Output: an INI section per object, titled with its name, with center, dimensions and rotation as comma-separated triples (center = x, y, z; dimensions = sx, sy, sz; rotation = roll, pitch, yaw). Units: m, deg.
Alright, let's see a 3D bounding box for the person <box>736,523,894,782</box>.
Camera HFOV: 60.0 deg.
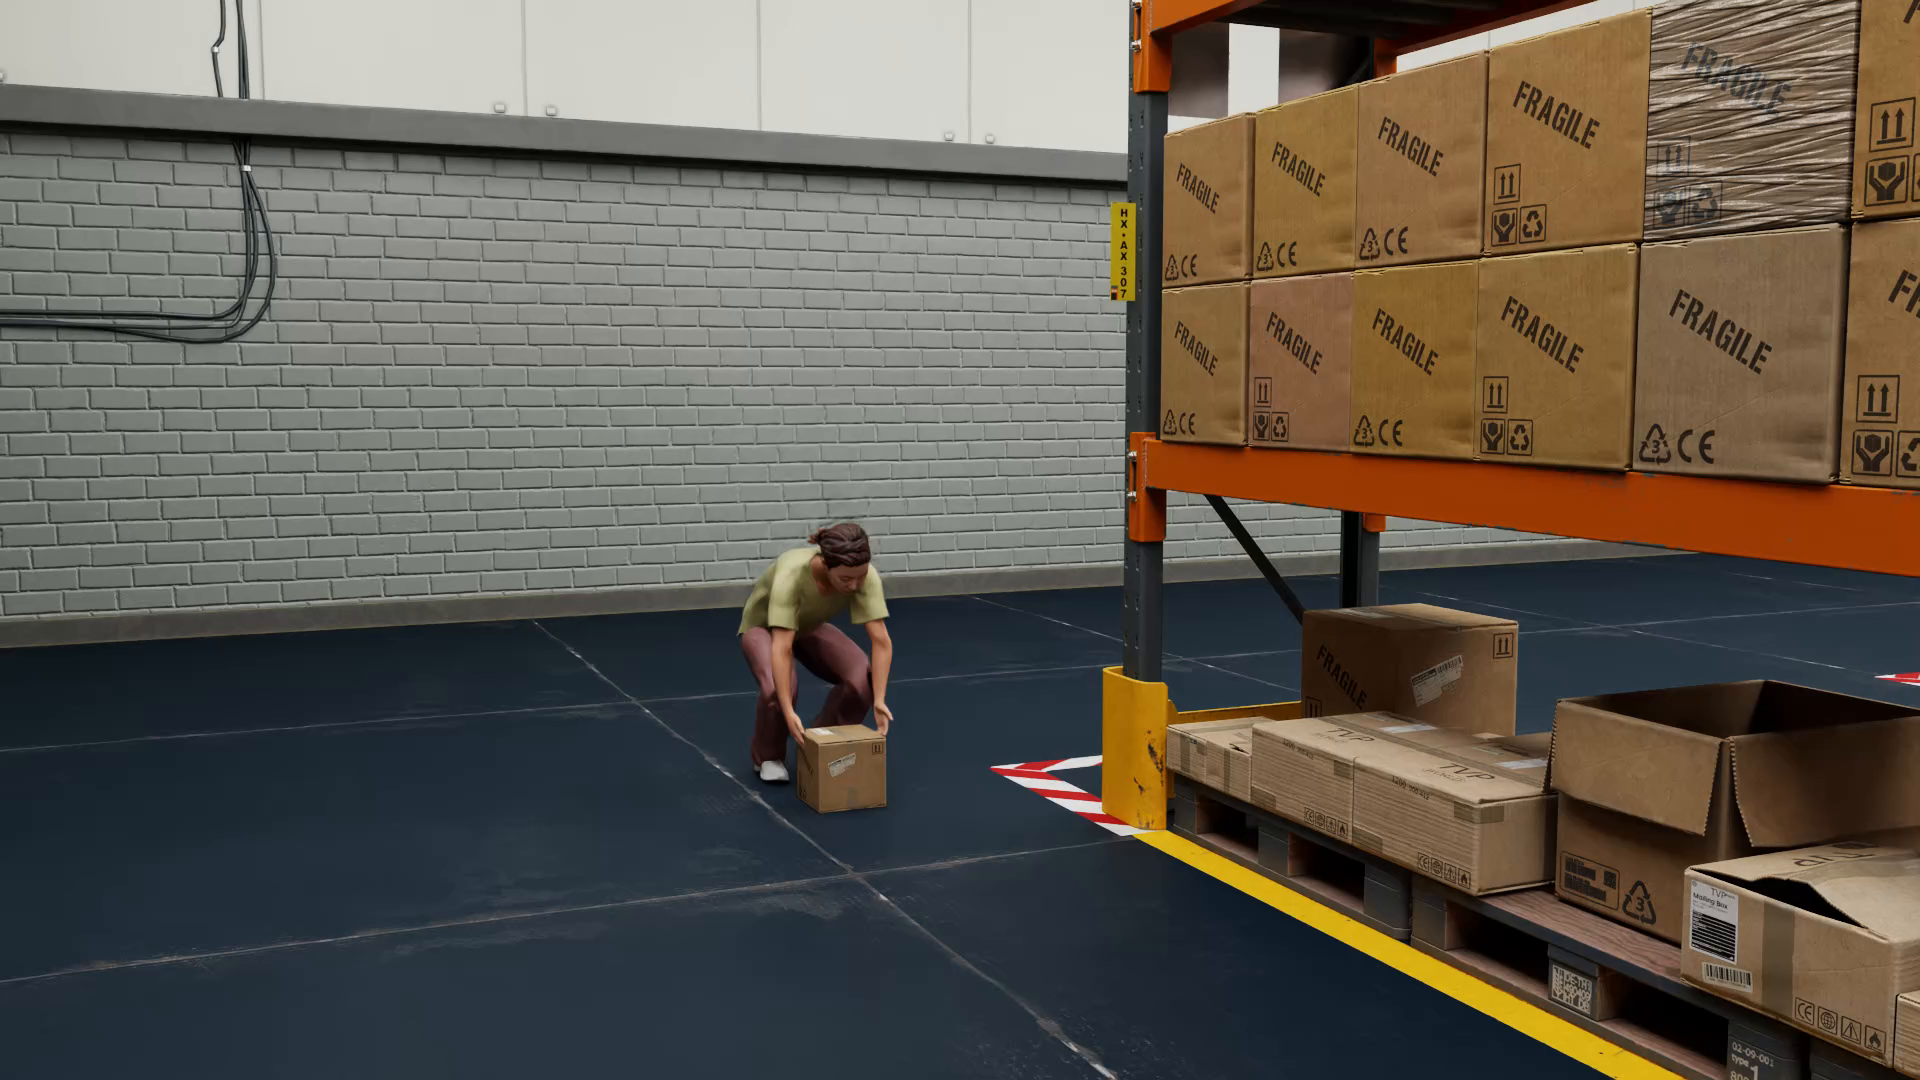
[person]
center = -0.543, 0.410, 6.248
dimensions = 0.494, 0.998, 0.782
rotation = -2, 6, -24
